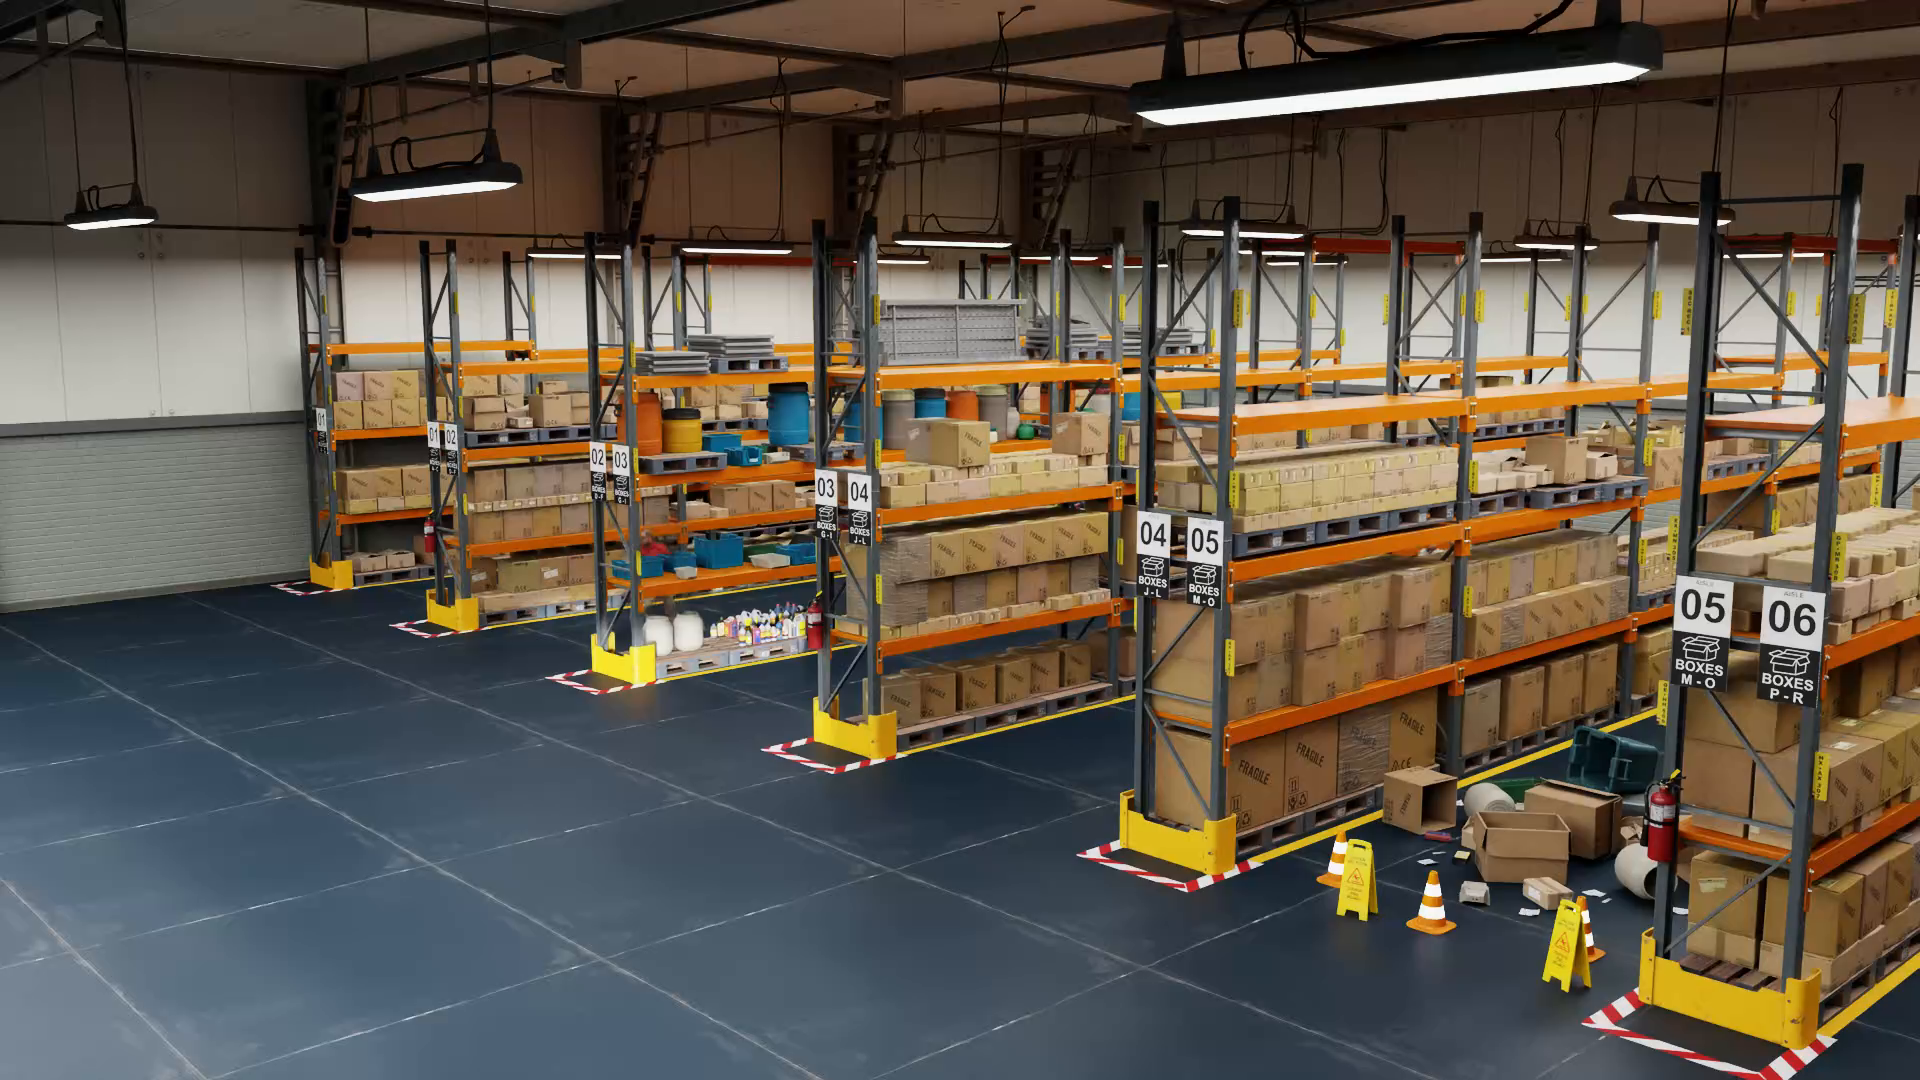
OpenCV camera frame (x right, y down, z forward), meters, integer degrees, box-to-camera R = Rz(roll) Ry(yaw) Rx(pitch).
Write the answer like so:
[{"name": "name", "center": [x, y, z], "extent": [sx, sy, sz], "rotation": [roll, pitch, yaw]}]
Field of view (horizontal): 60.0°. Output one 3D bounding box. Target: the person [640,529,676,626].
[{"name": "person", "center": [-4.661, 0.655, 25.490], "extent": [0.670, 1.690, 0.841], "rotation": [-1, 8, -6]}]

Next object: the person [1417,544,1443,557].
[{"name": "person", "center": [6.838, 0.735, 24.325], "extent": [0.638, 1.753, 0.656], "rotation": [7, 11, 40]}]

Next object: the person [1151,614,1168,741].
[{"name": "person", "center": [2.547, 1.559, 19.522], "extent": [0.613, 1.505, 0.999], "rotation": [8, 11, 42]}]
